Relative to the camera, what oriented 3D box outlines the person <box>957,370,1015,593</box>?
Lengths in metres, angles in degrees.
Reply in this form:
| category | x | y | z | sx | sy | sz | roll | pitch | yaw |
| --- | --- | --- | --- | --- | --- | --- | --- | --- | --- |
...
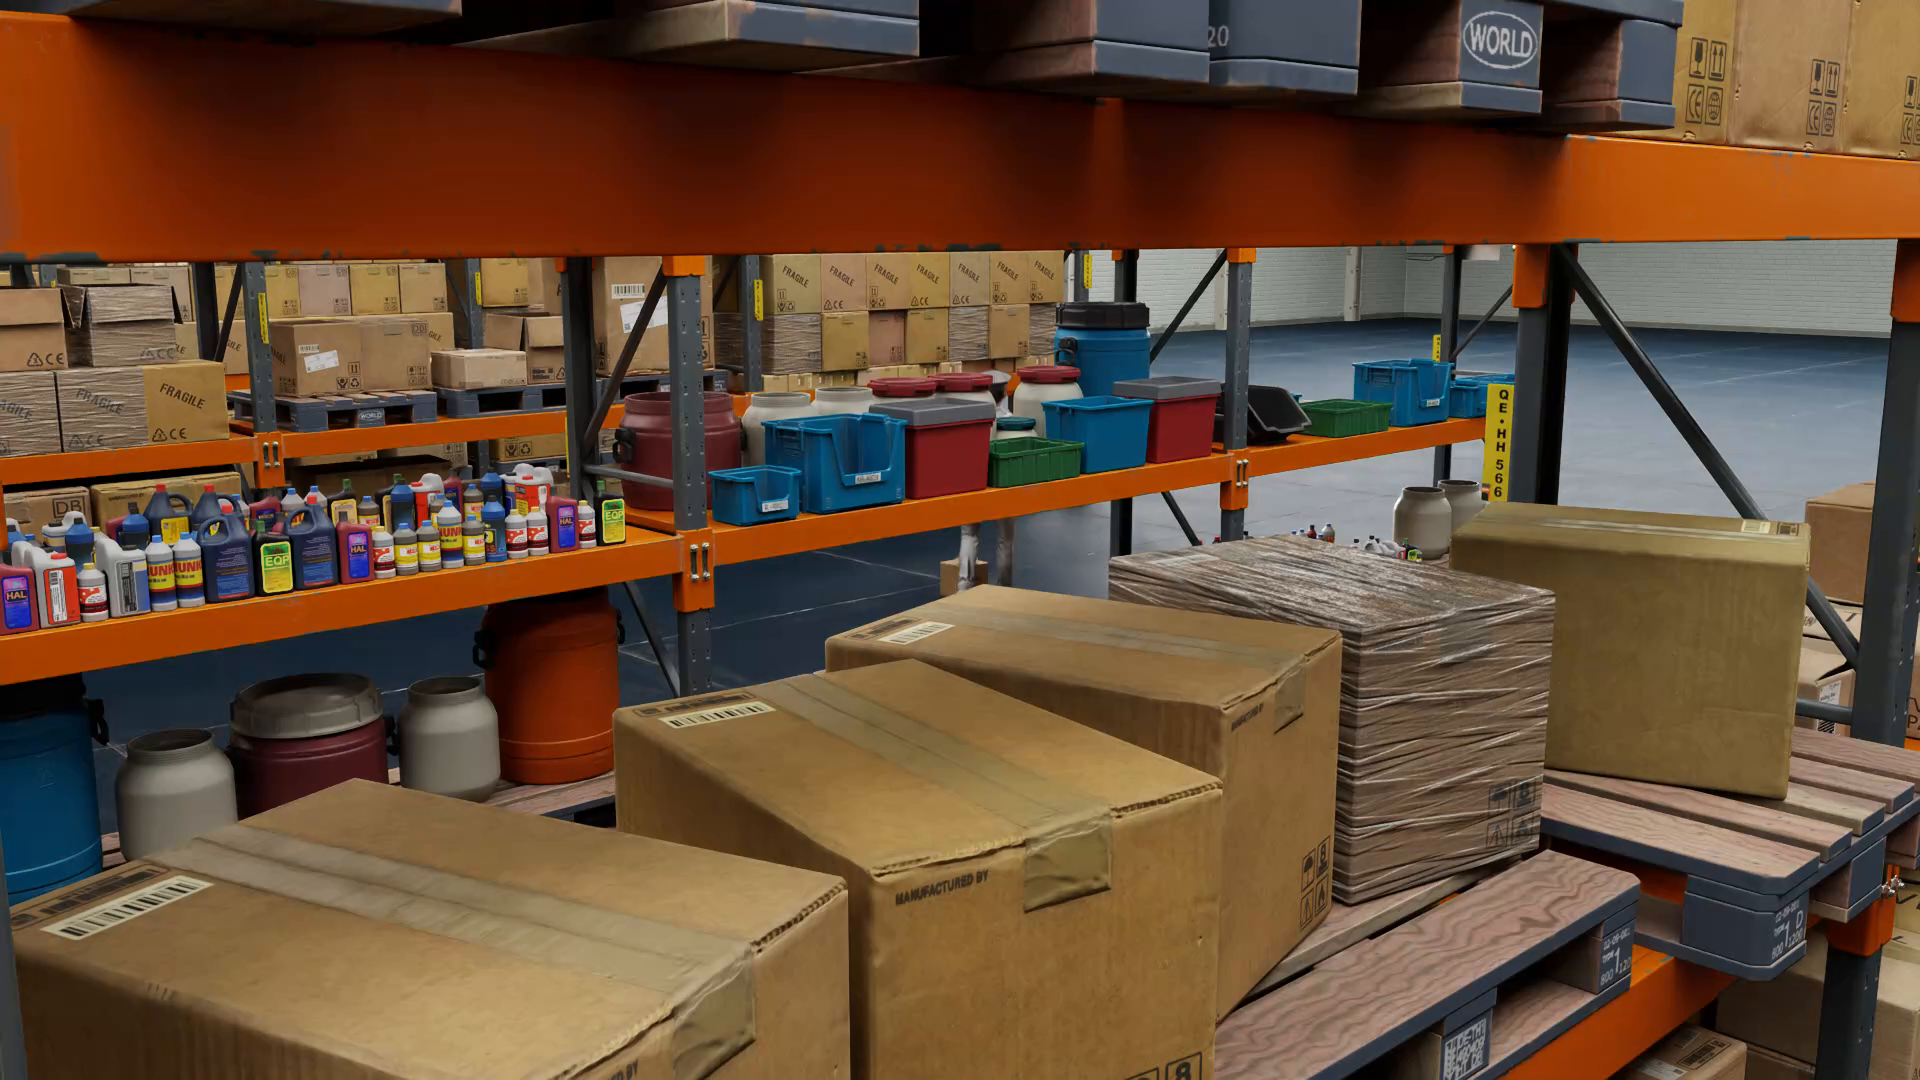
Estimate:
| category | x | y | z | sx | sy | sz | roll | pitch | yaw |
| --- | --- | --- | --- | --- | --- | --- | --- | --- | --- |
| person | 0.213 | -0.347 | 11.668 | 0.501 | 1.674 | 0.530 | 1 | 11 | 5 |
